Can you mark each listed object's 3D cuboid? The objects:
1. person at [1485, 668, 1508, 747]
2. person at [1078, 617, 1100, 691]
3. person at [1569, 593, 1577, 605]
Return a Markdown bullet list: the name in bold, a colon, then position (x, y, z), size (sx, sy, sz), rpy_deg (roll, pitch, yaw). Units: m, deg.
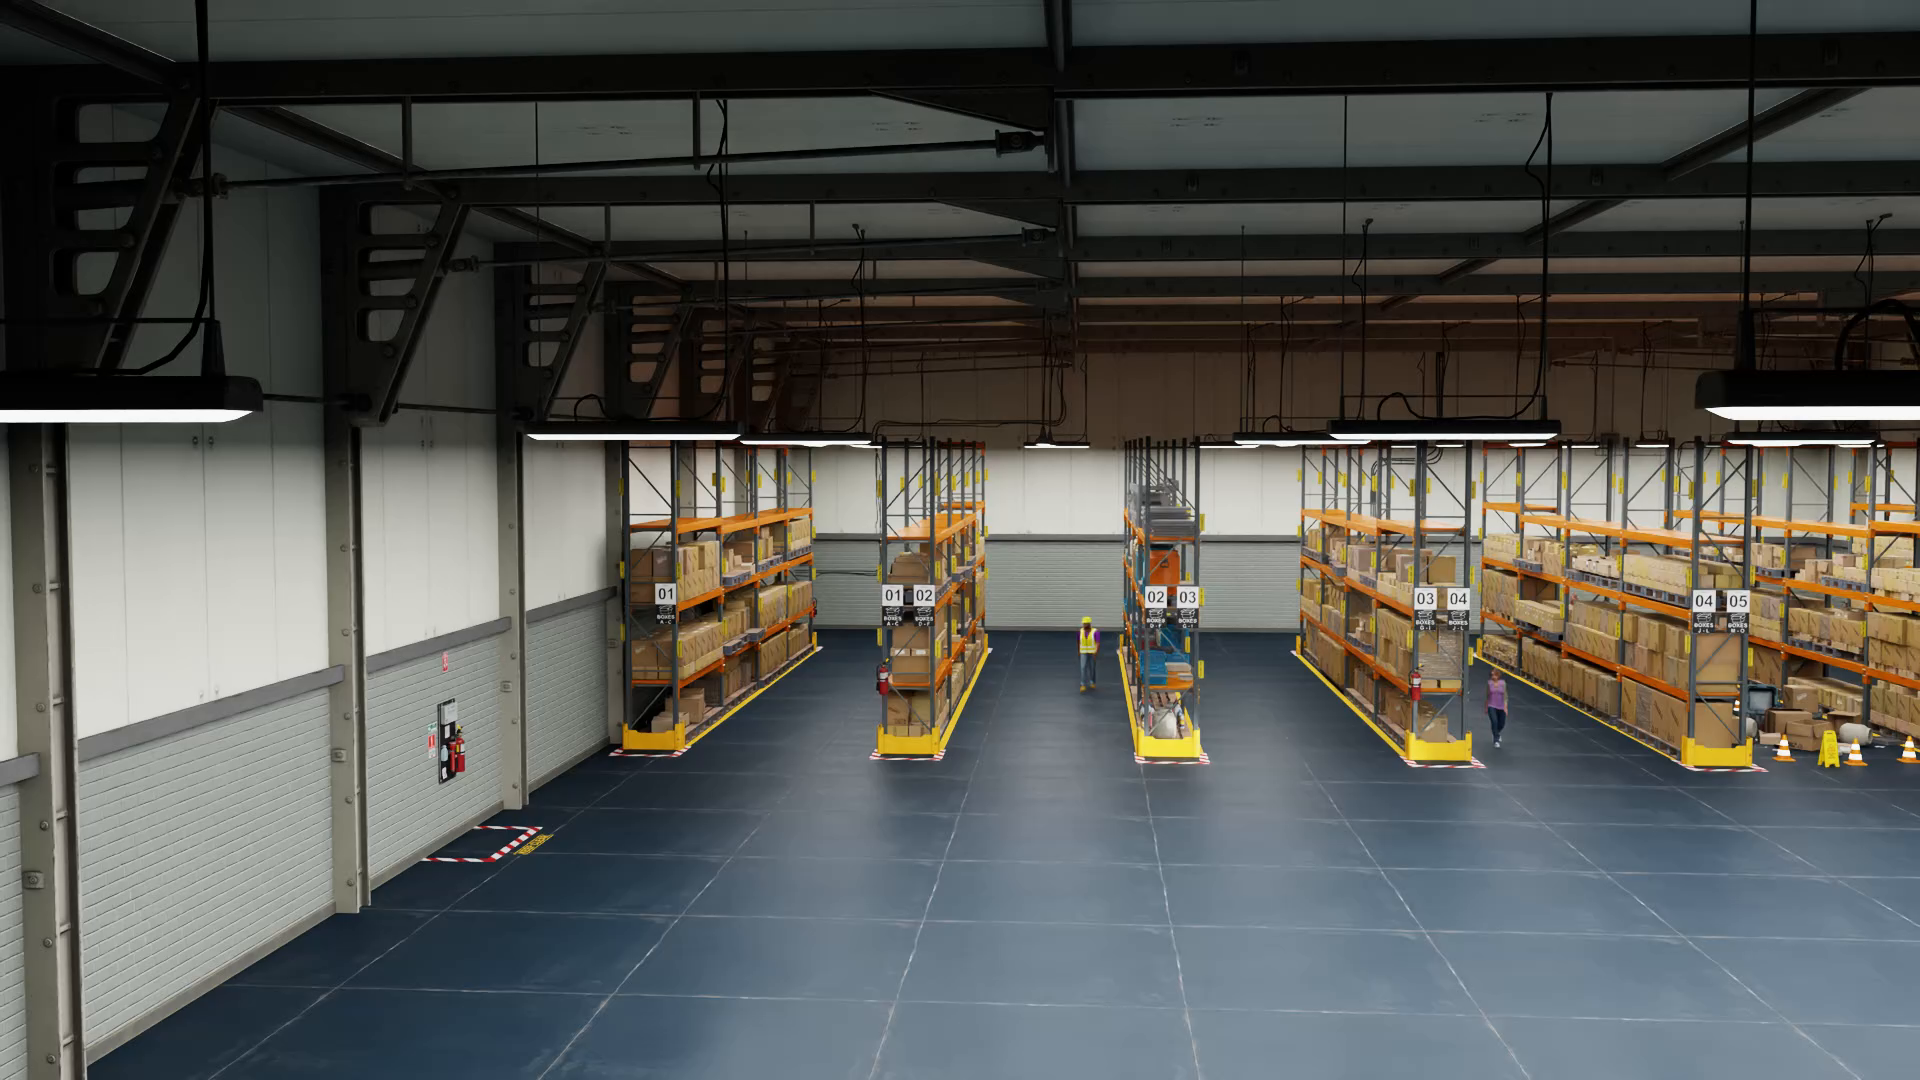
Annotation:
- **person**: position (10.425, 3.236, 32.318), size (0.411, 1.500, 0.911), rpy_deg (1, 3, 11)
- **person**: position (3.052, 2.706, 39.710), size (0.590, 1.728, 0.904), rpy_deg (1, 3, 17)
- **person**: position (17.415, 2.353, 47.097), size (1.019, 1.682, 0.528), rpy_deg (0, 3, 6)
